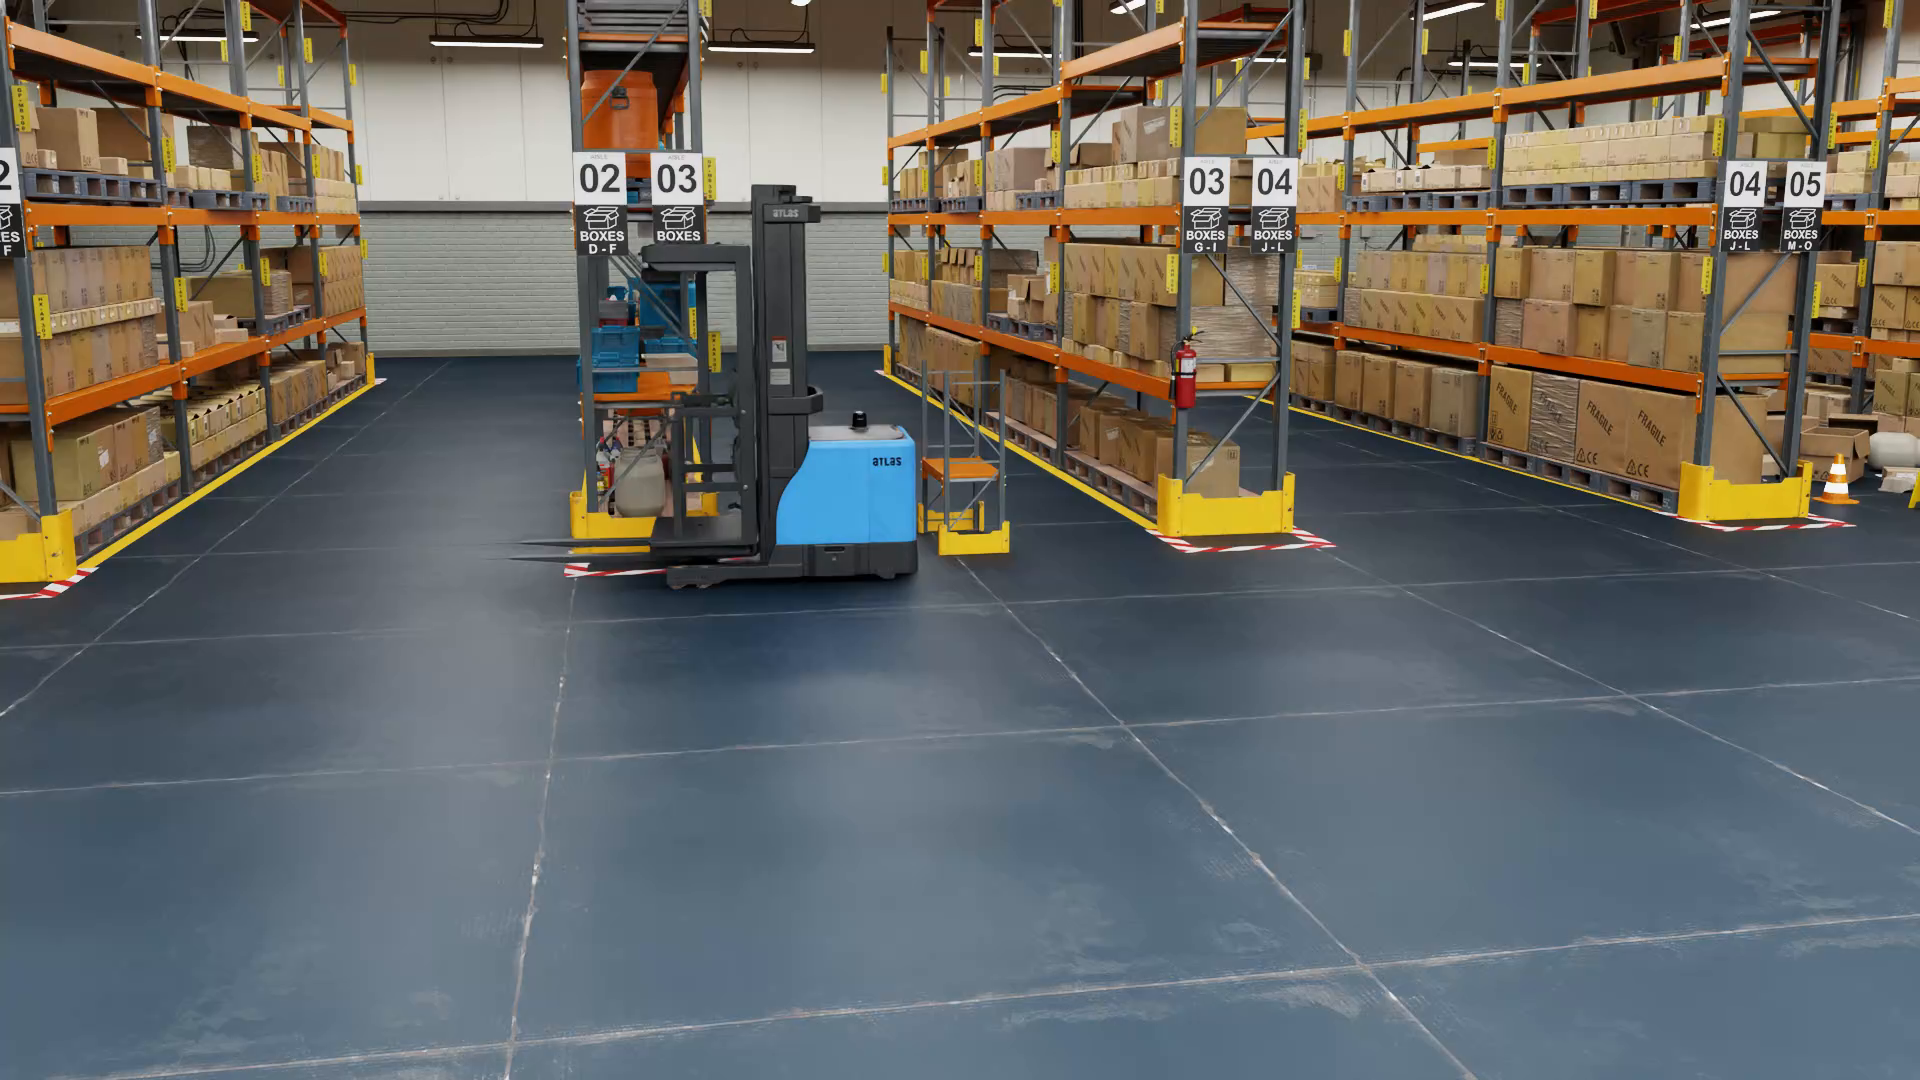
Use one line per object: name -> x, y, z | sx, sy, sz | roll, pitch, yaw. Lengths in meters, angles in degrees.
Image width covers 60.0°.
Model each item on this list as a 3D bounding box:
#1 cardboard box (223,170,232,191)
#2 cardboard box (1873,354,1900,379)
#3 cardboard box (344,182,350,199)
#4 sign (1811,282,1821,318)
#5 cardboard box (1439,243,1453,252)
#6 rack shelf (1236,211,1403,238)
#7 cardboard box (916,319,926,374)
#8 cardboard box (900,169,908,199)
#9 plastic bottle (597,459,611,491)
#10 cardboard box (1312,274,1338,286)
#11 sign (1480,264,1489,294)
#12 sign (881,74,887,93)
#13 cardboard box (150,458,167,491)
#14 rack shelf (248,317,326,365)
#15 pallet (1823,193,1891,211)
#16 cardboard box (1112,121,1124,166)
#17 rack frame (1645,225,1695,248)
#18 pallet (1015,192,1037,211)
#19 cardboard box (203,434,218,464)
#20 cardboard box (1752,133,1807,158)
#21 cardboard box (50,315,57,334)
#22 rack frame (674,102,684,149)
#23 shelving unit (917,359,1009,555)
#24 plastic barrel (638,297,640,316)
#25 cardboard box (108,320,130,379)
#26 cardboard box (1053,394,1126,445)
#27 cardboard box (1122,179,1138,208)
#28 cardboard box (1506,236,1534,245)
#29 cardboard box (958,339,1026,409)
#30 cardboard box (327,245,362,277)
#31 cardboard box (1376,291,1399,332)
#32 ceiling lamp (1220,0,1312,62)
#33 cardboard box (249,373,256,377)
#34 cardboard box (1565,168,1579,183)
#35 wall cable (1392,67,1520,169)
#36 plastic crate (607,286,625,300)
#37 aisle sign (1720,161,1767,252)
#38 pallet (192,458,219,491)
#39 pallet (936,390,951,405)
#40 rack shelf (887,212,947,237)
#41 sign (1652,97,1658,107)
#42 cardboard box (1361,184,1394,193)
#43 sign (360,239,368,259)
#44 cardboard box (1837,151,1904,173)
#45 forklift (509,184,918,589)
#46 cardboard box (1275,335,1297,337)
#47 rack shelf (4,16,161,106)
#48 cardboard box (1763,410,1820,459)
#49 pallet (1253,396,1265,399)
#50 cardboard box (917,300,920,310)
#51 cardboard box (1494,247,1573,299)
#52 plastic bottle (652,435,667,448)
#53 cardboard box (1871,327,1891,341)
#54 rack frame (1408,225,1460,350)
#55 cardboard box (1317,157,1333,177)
cardboard box -> -8.789, -4.171, 19.346 | 0.500, 0.250, 0.500 | -3, 11, -15
cardboard box -> 14.890, -2.784, 26.362 | 0.500, 0.500, 0.500 | -2, 11, -9
cardboard box -> -10.041, -5.582, 26.546 | 0.500, 0.250, 0.500 | -2, 11, -11
sign -> 7.772, -2.184, 15.121 | 0.100, 0.325, 0.005 | -2, 11, -11
cardboard box -> 8.979, -5.087, 29.959 | 0.500, 0.500, 0.500 | -2, 11, -11
rack shelf -> 5.281, -4.655, 24.532 | 1.077, 0.370, 4.000 | -2, 11, -11
cardboard box -> -0.218, -3.191, 27.500 | 0.875, 0.875, 0.875 | -2, 11, -11
cardboard box -> -0.626, -6.050, 28.282 | 0.700, 0.500, 0.500 | -3, 11, -13
plastic bottle -> -3.327, -0.605, 15.460 | 0.152, 0.276, 0.135 | -2, 11, -11
cardboard box -> 5.125, -3.616, 23.131 | 0.380, 0.149, 0.250 | -3, 11, -13
sign -> 5.918, -2.943, 18.749 | 0.100, 0.325, 0.005 | -2, 11, -11
sign -> -1.316, -7.938, 28.913 | 0.100, 0.325, 0.005 | -2, 11, -11
cardboard box -> -7.763, -0.599, 15.553 | 0.500, 0.250, 0.500 | -2, 11, -11
rack shelf -> -9.322, -2.660, 22.073 | 1.077, 0.370, 4.000 | -2, 11, -11
pallet -> 11.268, -4.131, 20.359 | 1.213, 0.211, 1.003 | -2, 11, -11
cardboard box -> 1.901, -4.113, 17.364 | 0.500, 0.500, 0.500 | -2, 11, -13
rack frame -> 13.818, -5.015, 32.522 | 1.000, 3.000, 0.127 | -2, 11, -11
pallet -> 1.343, -3.961, 19.464 | 1.213, 0.211, 1.003 | -2, 11, -11
cardboard box -> -8.088, -0.945, 17.371 | 0.500, 0.250, 0.500 | -2, 11, -10
cardboard box -> 7.384, -3.600, 15.280 | 0.500, 0.250, 0.500 | -2, 11, -11
cardboard box -> -7.296, -1.675, 12.973 | 0.380, 0.149, 0.250 | -2, 11, -12
rack frame -> -3.295, -5.039, 16.606 | 1.000, 3.000, 0.127 | -2, 11, -11
shelving unit -> 0.015, -0.723, 13.983 | 0.587, 1.500, 1.083 | -2, 11, -11
plastic barrel -> -3.493, -2.556, 19.242 | 0.433, 0.535, 0.433 | 0, 11, 0
cardboard box -> -7.860, -1.692, 14.797 | 0.700, 0.500, 0.500 | -2, 11, -10
cardboard box -> 1.465, -1.374, 18.901 | 0.700, 0.500, 0.500 | -3, 11, -15
cardboard box -> 1.807, -3.204, 15.384 | 0.500, 0.250, 0.500 | -2, 11, -10
cardboard box -> 9.356, -5.004, 27.788 | 0.380, 0.149, 0.250 | -2, 11, -12
cardboard box -> 0.671, -2.296, 22.796 | 1.225, 0.875, 0.875 | -3, 11, -14
cardboard box -> -10.132, -4.582, 27.308 | 0.500, 0.500, 0.500 | -2, 11, -12
cardboard box -> 5.692, -2.939, 21.349 | 0.500, 0.500, 0.500 | -2, 11, -11
ceiling lamp -> 6.050, -11.052, 32.586 | 2.000, 3.185, 0.800 | -2, 11, -11
cardboard box -> -9.445, -1.893, 21.626 | 0.500, 0.500, 0.500 | -3, 11, -13
cardboard box -> 6.435, -3.727, 17.015 | 0.380, 0.149, 0.250 | -2, 11, -11
wall cable -> 11.045, -8.953, 37.070 | 2.988, 3.039, 0.133 | -2, 11, -11
plastic crate -> -5.277, -3.654, 25.256 | 0.392, 0.384, 0.575 | -2, 11, -11
aisle sign -> 6.946, -2.954, 14.740 | 0.394, 0.787, 0.004 | -2, 11, -11
pallet -> -8.336, -0.677, 17.187 | 1.003, 0.211, 1.213 | -2, 11, -11
pallet -> 0.231, -2.231, 25.353 | 1.003, 0.211, 1.213 | -2, 11, -11
rack shelf -> -0.382, -5.227, 27.536 | 1.077, 0.370, 4.000 | -2, 11, -11
sign -> 13.286, -8.440, 31.762 | 0.100, 0.325, 0.005 | -2, 11, -11
cardboard box -> 5.578, -4.706, 22.160 | 0.380, 0.149, 0.250 | -3, 11, -13
sign -> -9.940, -4.854, 27.736 | 0.100, 0.325, 0.005 | -2, 11, -11
cardboard box -> 11.046, -4.586, 20.188 | 0.500, 0.250, 0.500 | -2, 11, -10
forklift -> -1.877, -1.183, 12.573 | 3.031, 2.935, 1.130 | -1, 11, -7
cardboard box -> 4.883, -3.005, 25.521 | 0.500, 0.250, 0.500 | -2, 11, -9
rack shelf -> -7.766, -3.943, 13.840 | 1.077, 0.370, 4.000 | -2, 11, -11
cardboard box -> 9.047, -1.141, 18.481 | 0.797, 0.637, 0.503 | -2, 11, -11
pallet -> 5.045, -2.389, 26.183 | 1.003, 0.211, 1.213 | -2, 11, -11
cardboard box -> -0.473, -3.755, 26.572 | 0.380, 0.149, 0.250 | -2, 11, -12
cardboard box -> 6.486, -2.969, 18.486 | 0.875, 0.550, 0.550 | -2, 11, -11
plastic bottle -> -3.029, -0.894, 16.780 | 0.144, 0.351, 0.185 | -2, 11, -11
cardboard box -> 11.031, -2.440, 19.665 | 0.380, 0.149, 0.250 | -2, 11, -11
rack frame -> 8.950, -4.834, 31.570 | 1.000, 3.000, 0.127 | -2, 11, -11
cardboard box -> 5.222, -5.225, 23.288 | 0.396, 0.266, 0.258 | -2, 11, -11
